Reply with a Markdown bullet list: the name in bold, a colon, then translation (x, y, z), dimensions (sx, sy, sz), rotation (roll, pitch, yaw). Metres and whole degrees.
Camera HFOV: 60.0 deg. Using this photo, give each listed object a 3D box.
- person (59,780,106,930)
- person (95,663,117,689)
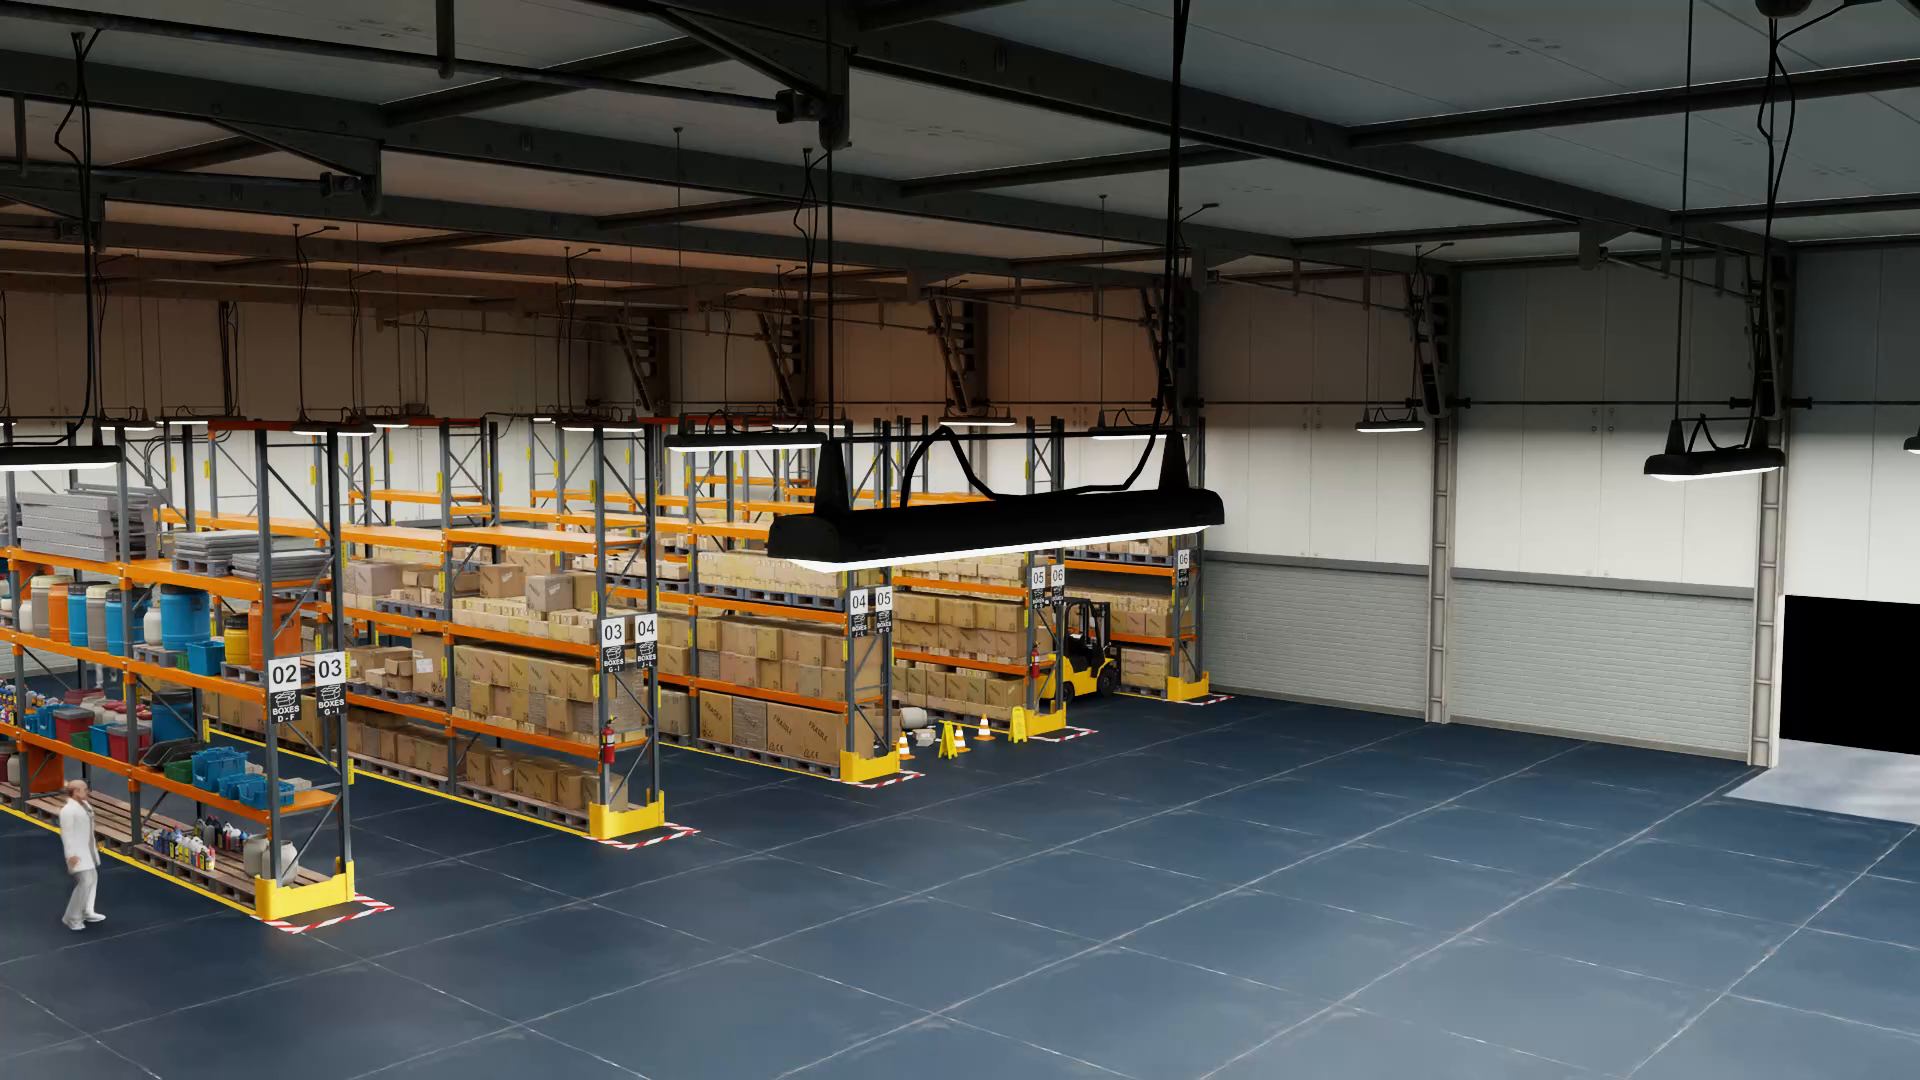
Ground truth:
- **person**: translation (-10.640, 3.809, 20.195), dimensions (0.415, 1.840, 0.639), rotation (0, 5, -3)
- **person**: translation (-18.948, 2.401, 36.818), dimensions (0.602, 1.730, 1.021), rotation (-2, 5, -22)
